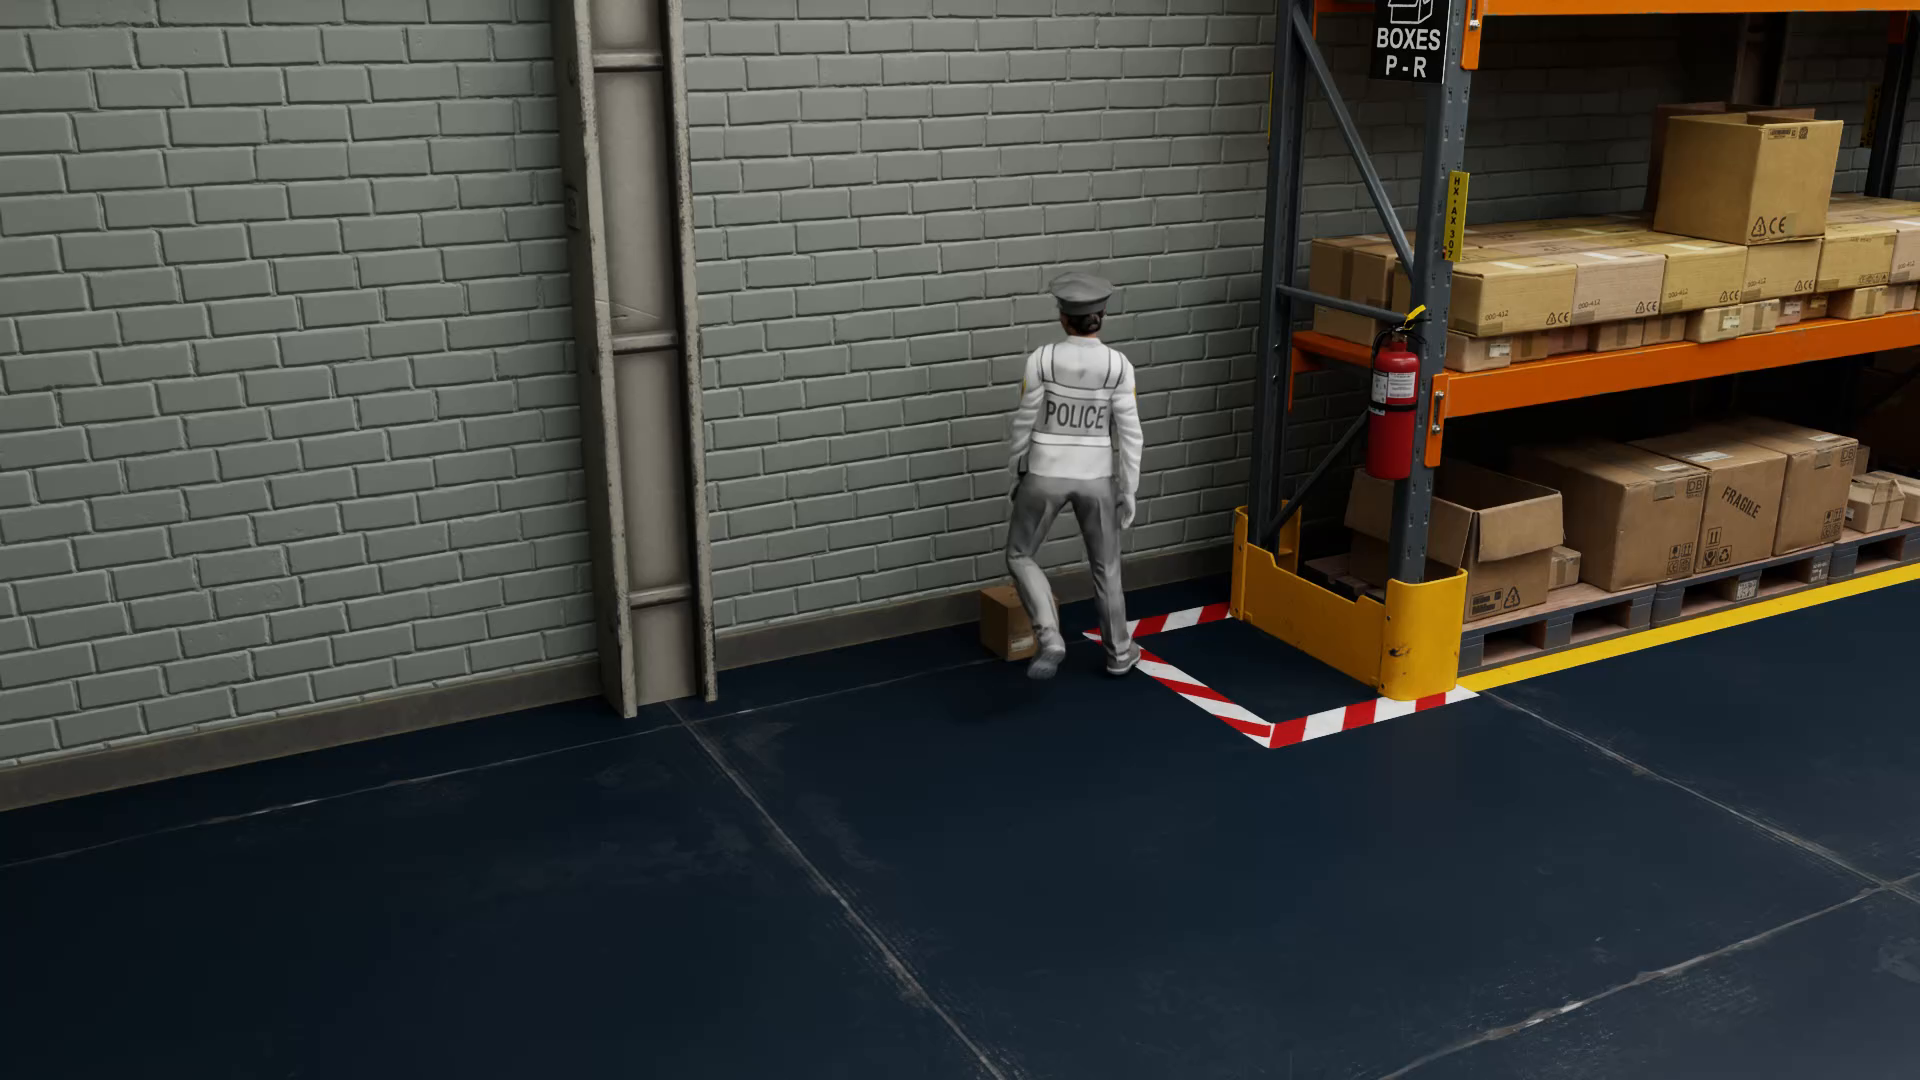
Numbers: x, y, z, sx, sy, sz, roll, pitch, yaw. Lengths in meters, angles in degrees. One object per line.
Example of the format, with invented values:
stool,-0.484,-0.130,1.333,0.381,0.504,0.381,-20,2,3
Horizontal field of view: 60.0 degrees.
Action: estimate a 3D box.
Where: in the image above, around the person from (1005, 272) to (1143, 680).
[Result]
person,0.489,-0.215,6.617,0.598,1.664,0.554,-1,19,-4
